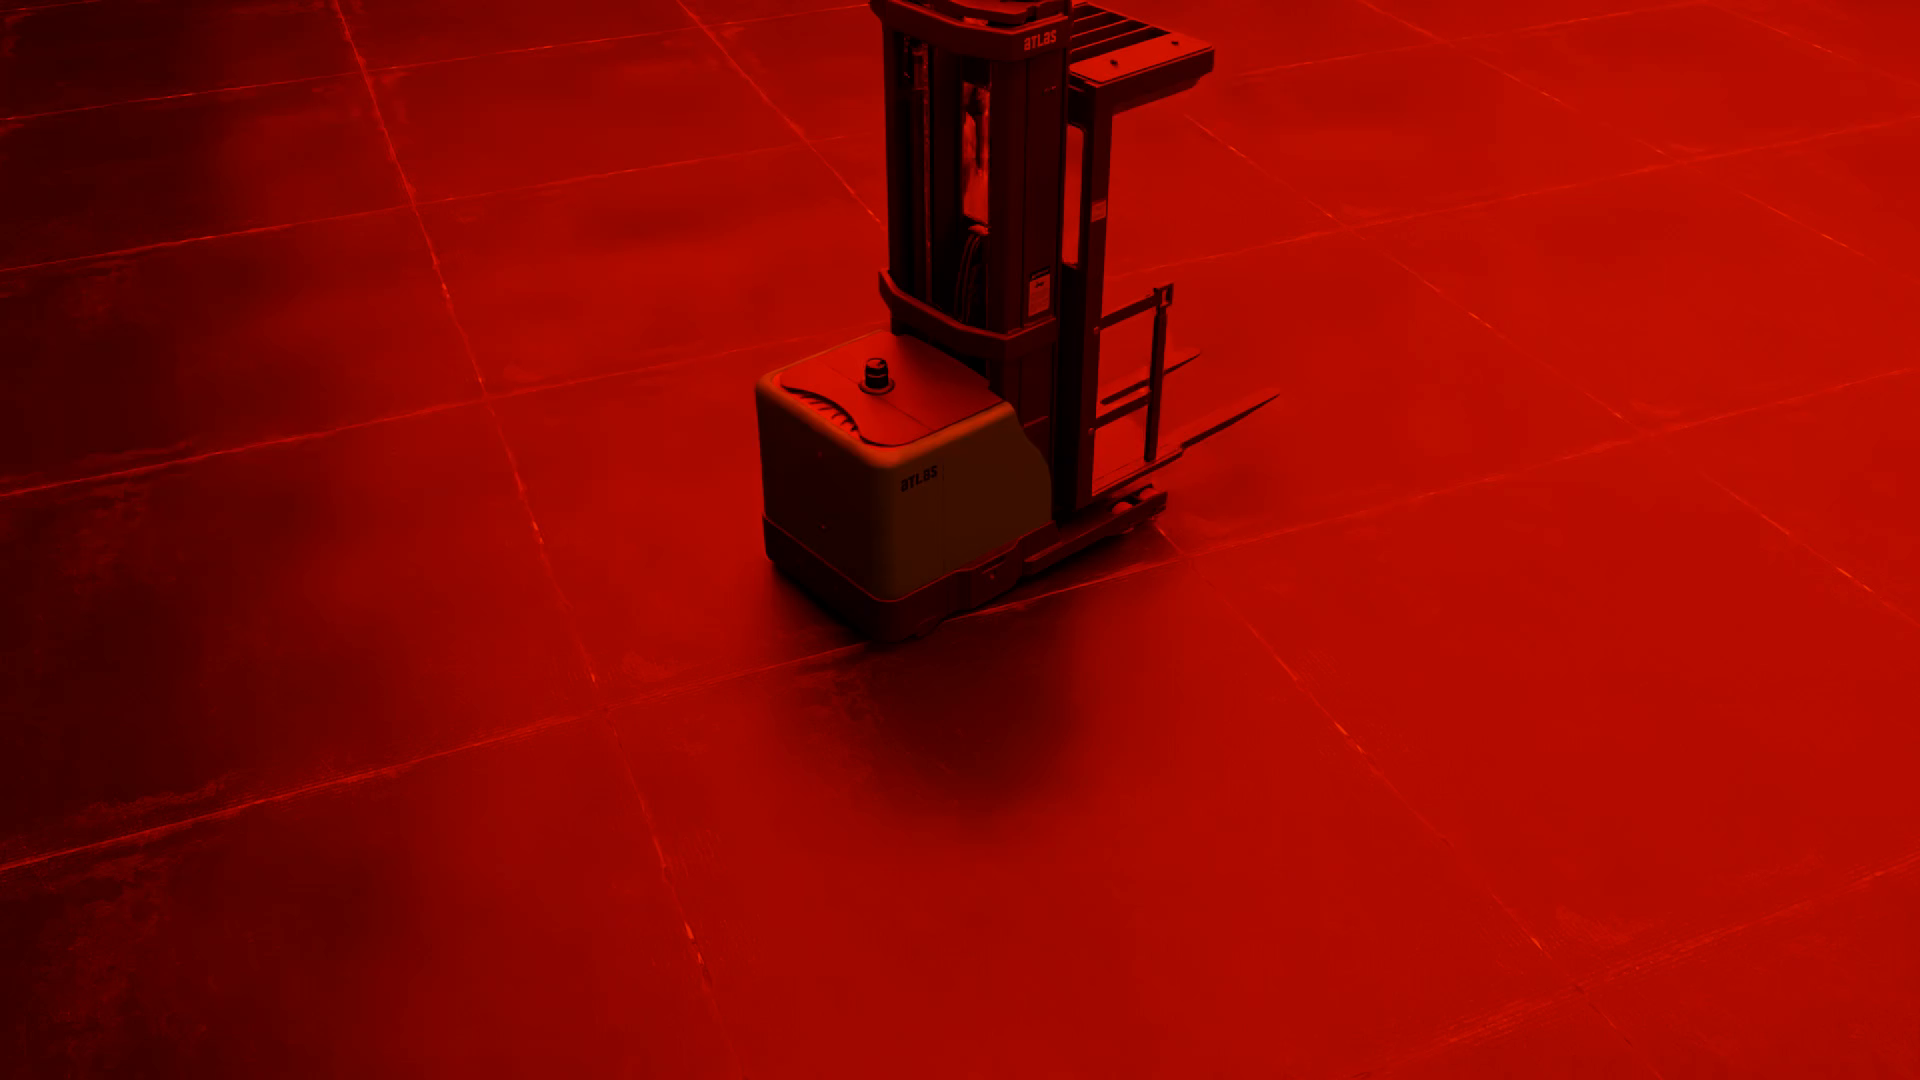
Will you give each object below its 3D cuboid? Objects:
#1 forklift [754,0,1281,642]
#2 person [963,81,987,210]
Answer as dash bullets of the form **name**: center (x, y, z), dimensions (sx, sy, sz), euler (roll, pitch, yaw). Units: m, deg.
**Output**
- **forklift**: center (0.457, -1.433, 8.114), dimensions (3.031, 2.935, 1.130), euler (-27, 43, -32)
- **person**: center (-0.140, -2.487, 10.718), dimensions (0.577, 1.643, 0.446), euler (-16, 38, -21)
